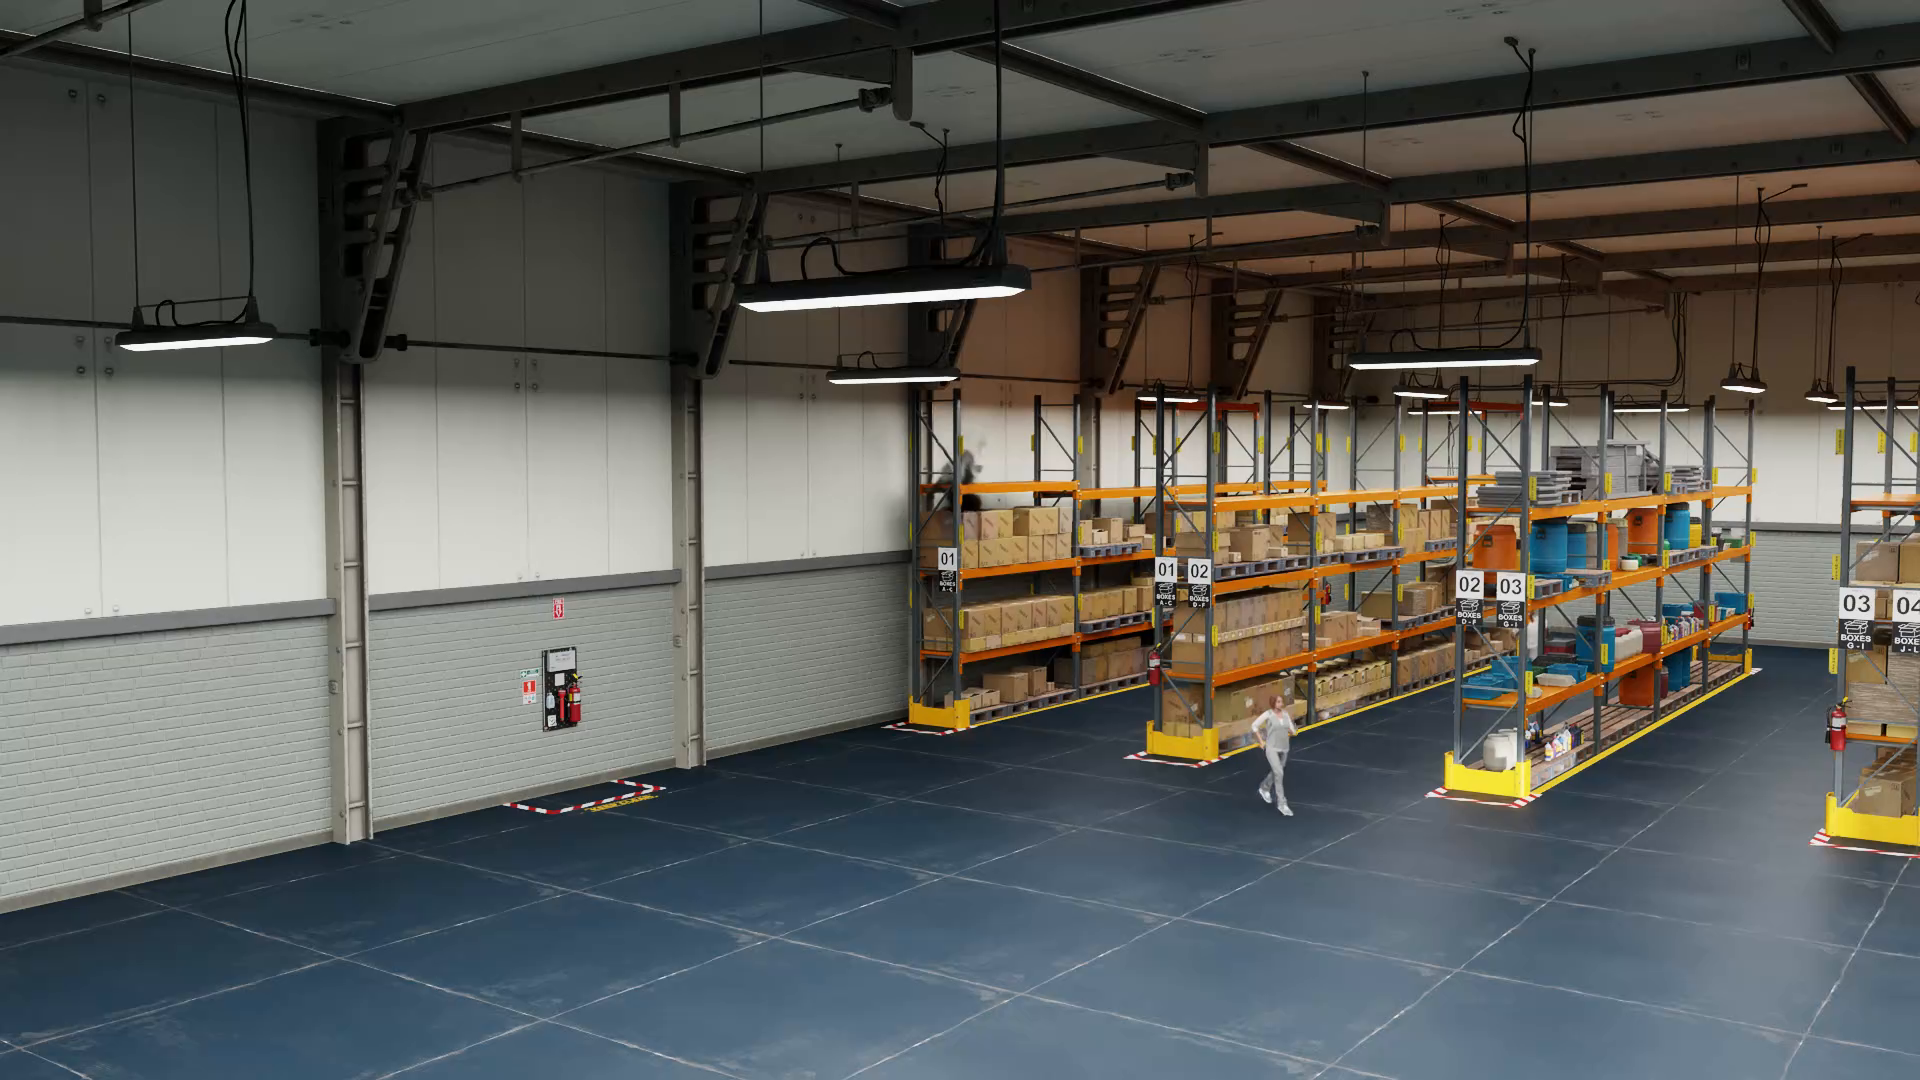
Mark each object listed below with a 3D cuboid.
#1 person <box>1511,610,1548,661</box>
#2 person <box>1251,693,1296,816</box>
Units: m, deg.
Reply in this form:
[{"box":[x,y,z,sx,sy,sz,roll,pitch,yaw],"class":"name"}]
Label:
[{"box":[11.527,2.198,33.702,0.700,1.772,0.963,1,4,24],"class":"person"},{"box":[4.311,2.888,22.685,0.531,1.589,0.871,-2,4,-26],"class":"person"}]
